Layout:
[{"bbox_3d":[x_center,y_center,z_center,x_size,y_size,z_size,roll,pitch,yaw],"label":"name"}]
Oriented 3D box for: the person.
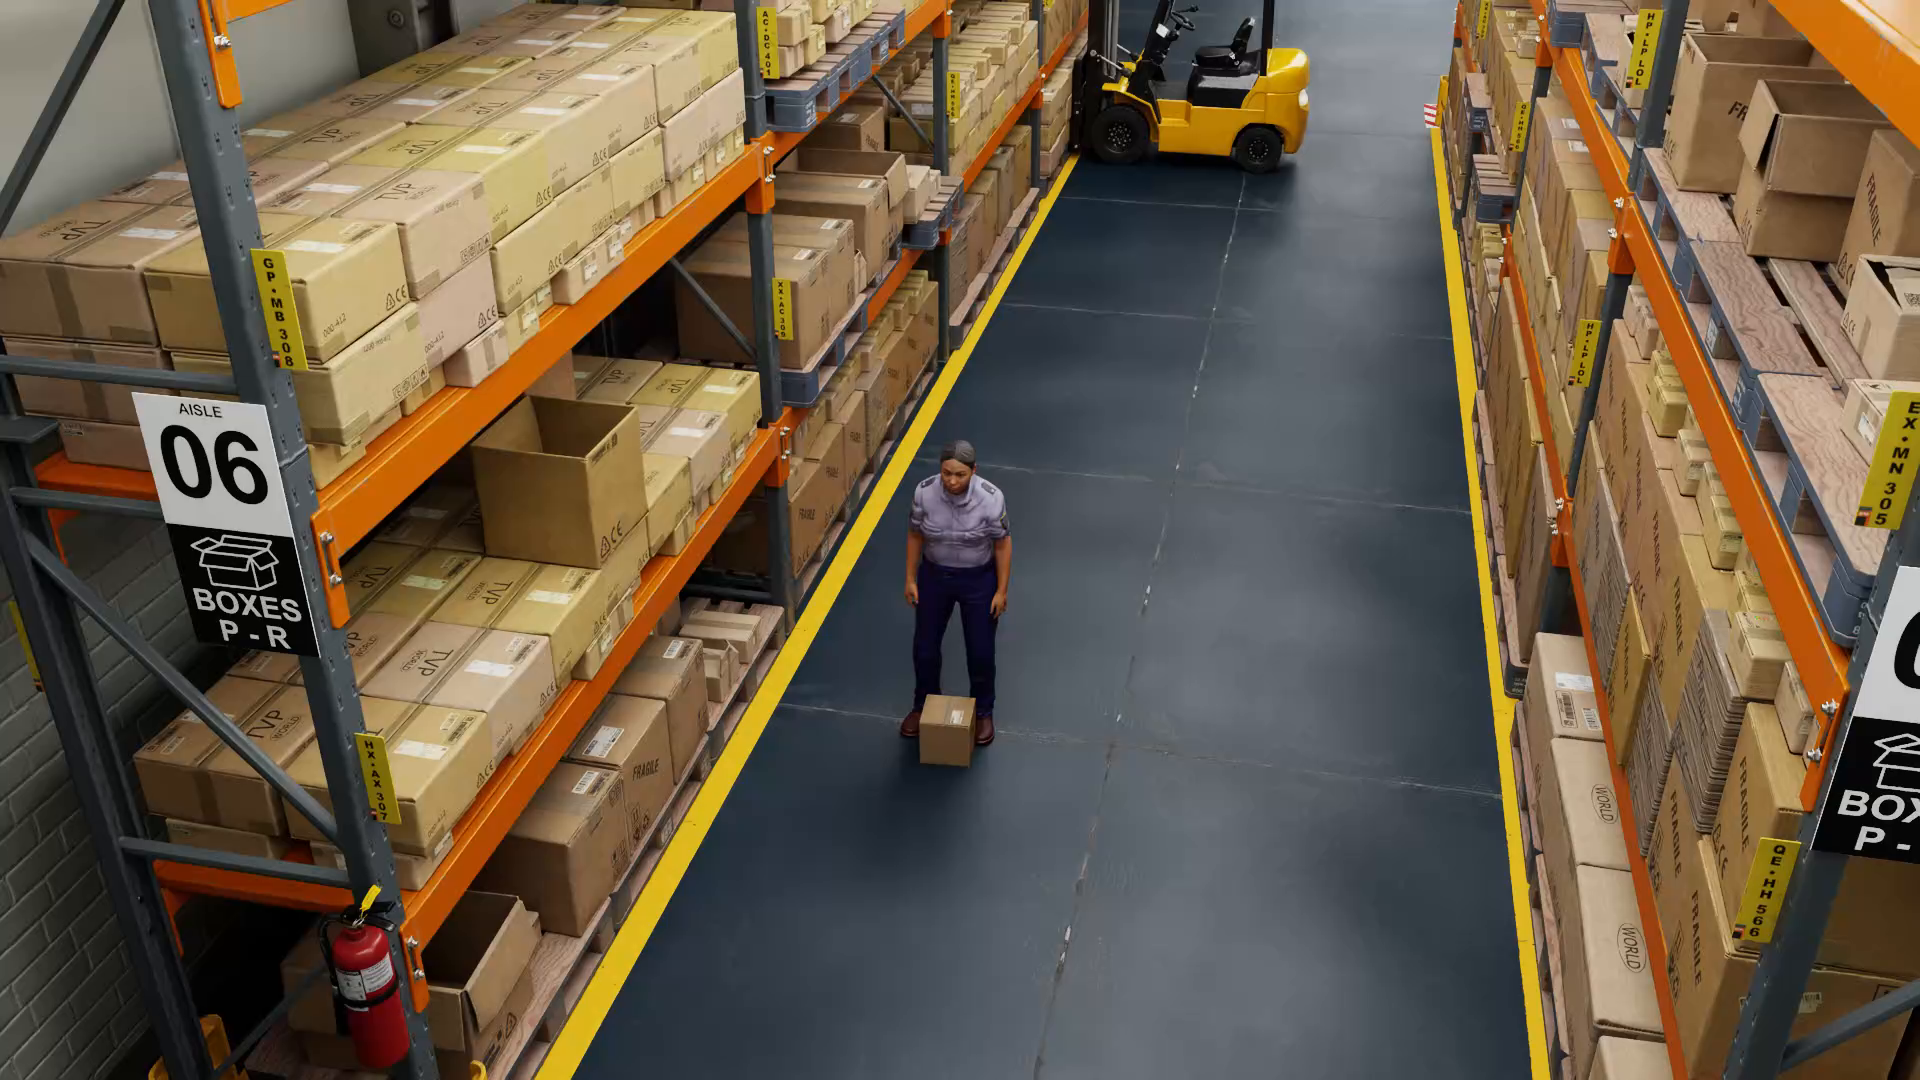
[{"bbox_3d":[-0.018,0.230,8.204,0.538,1.652,0.371,6,30,11],"label":"person"}]
